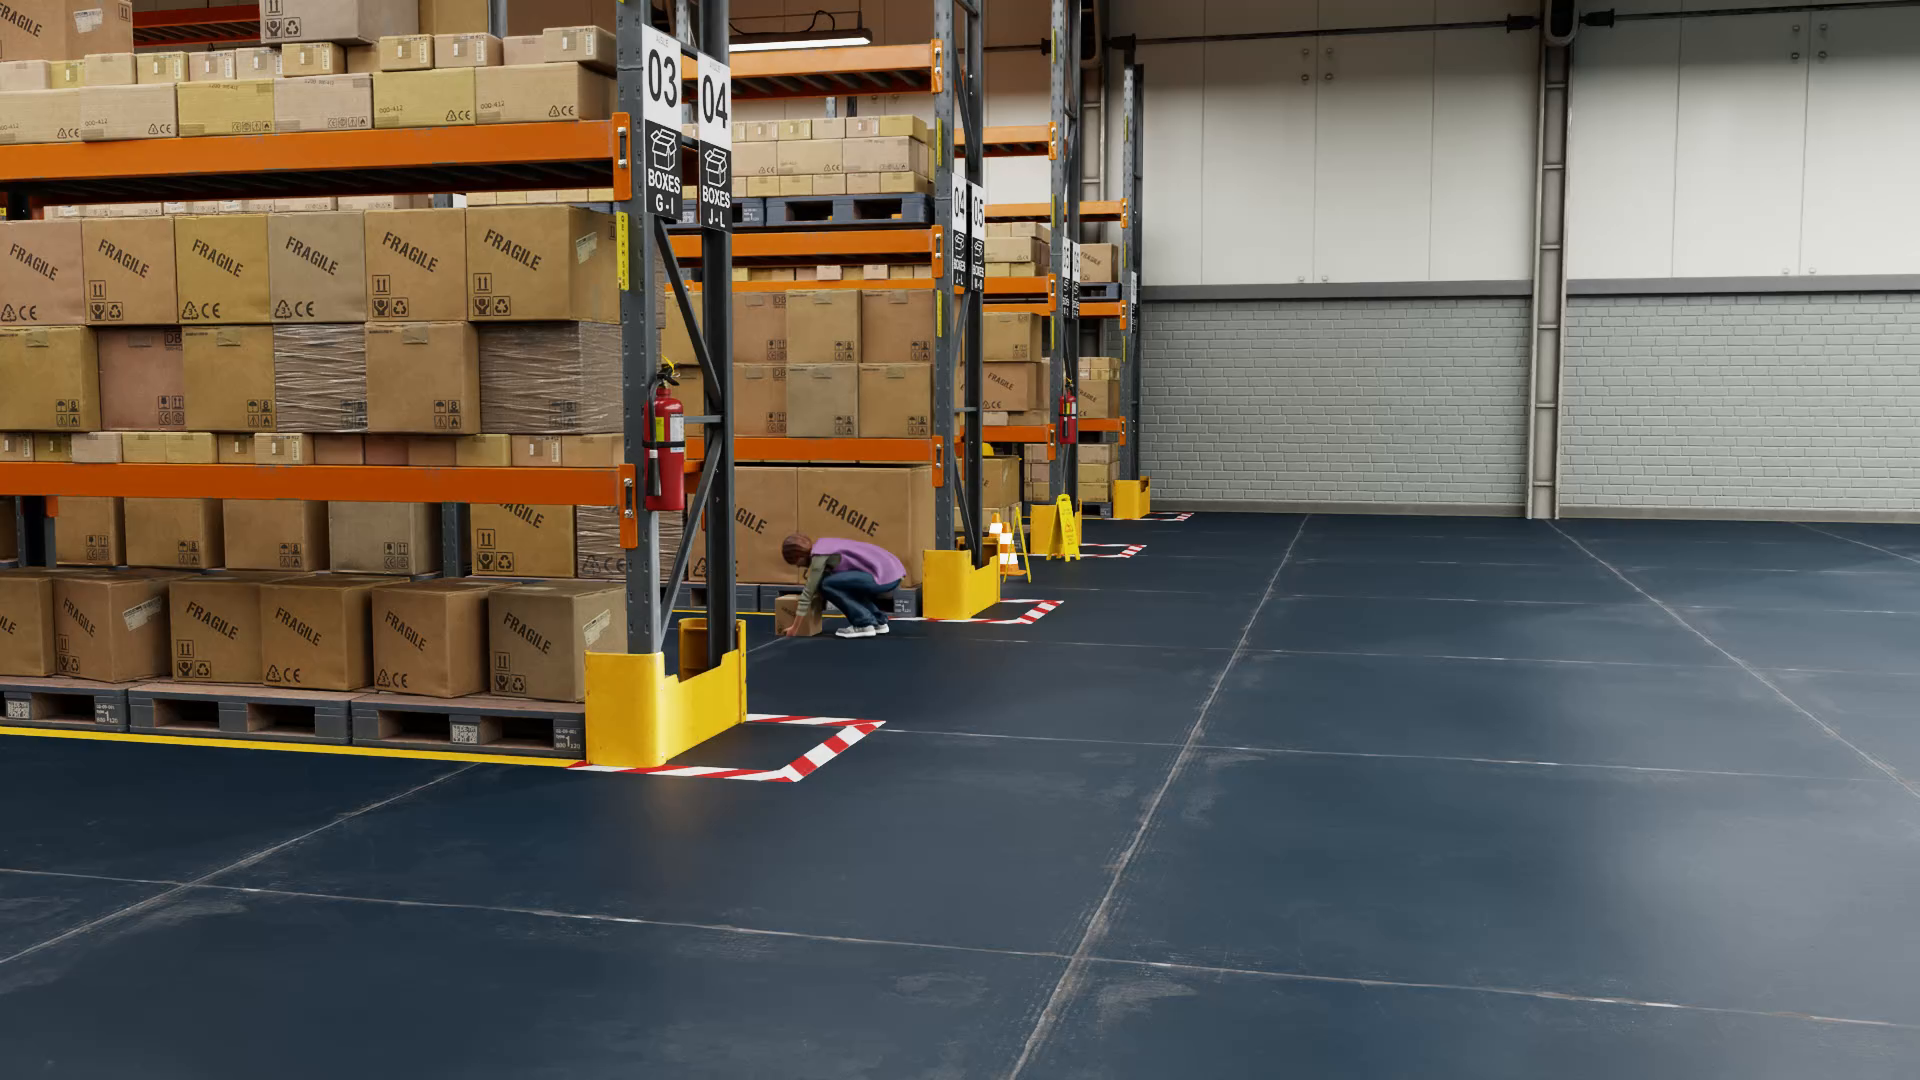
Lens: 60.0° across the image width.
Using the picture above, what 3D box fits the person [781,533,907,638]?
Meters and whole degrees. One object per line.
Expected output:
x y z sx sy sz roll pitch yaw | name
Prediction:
-0.785 0.328 11.232 0.847 0.735 0.423 1 5 13 | person
